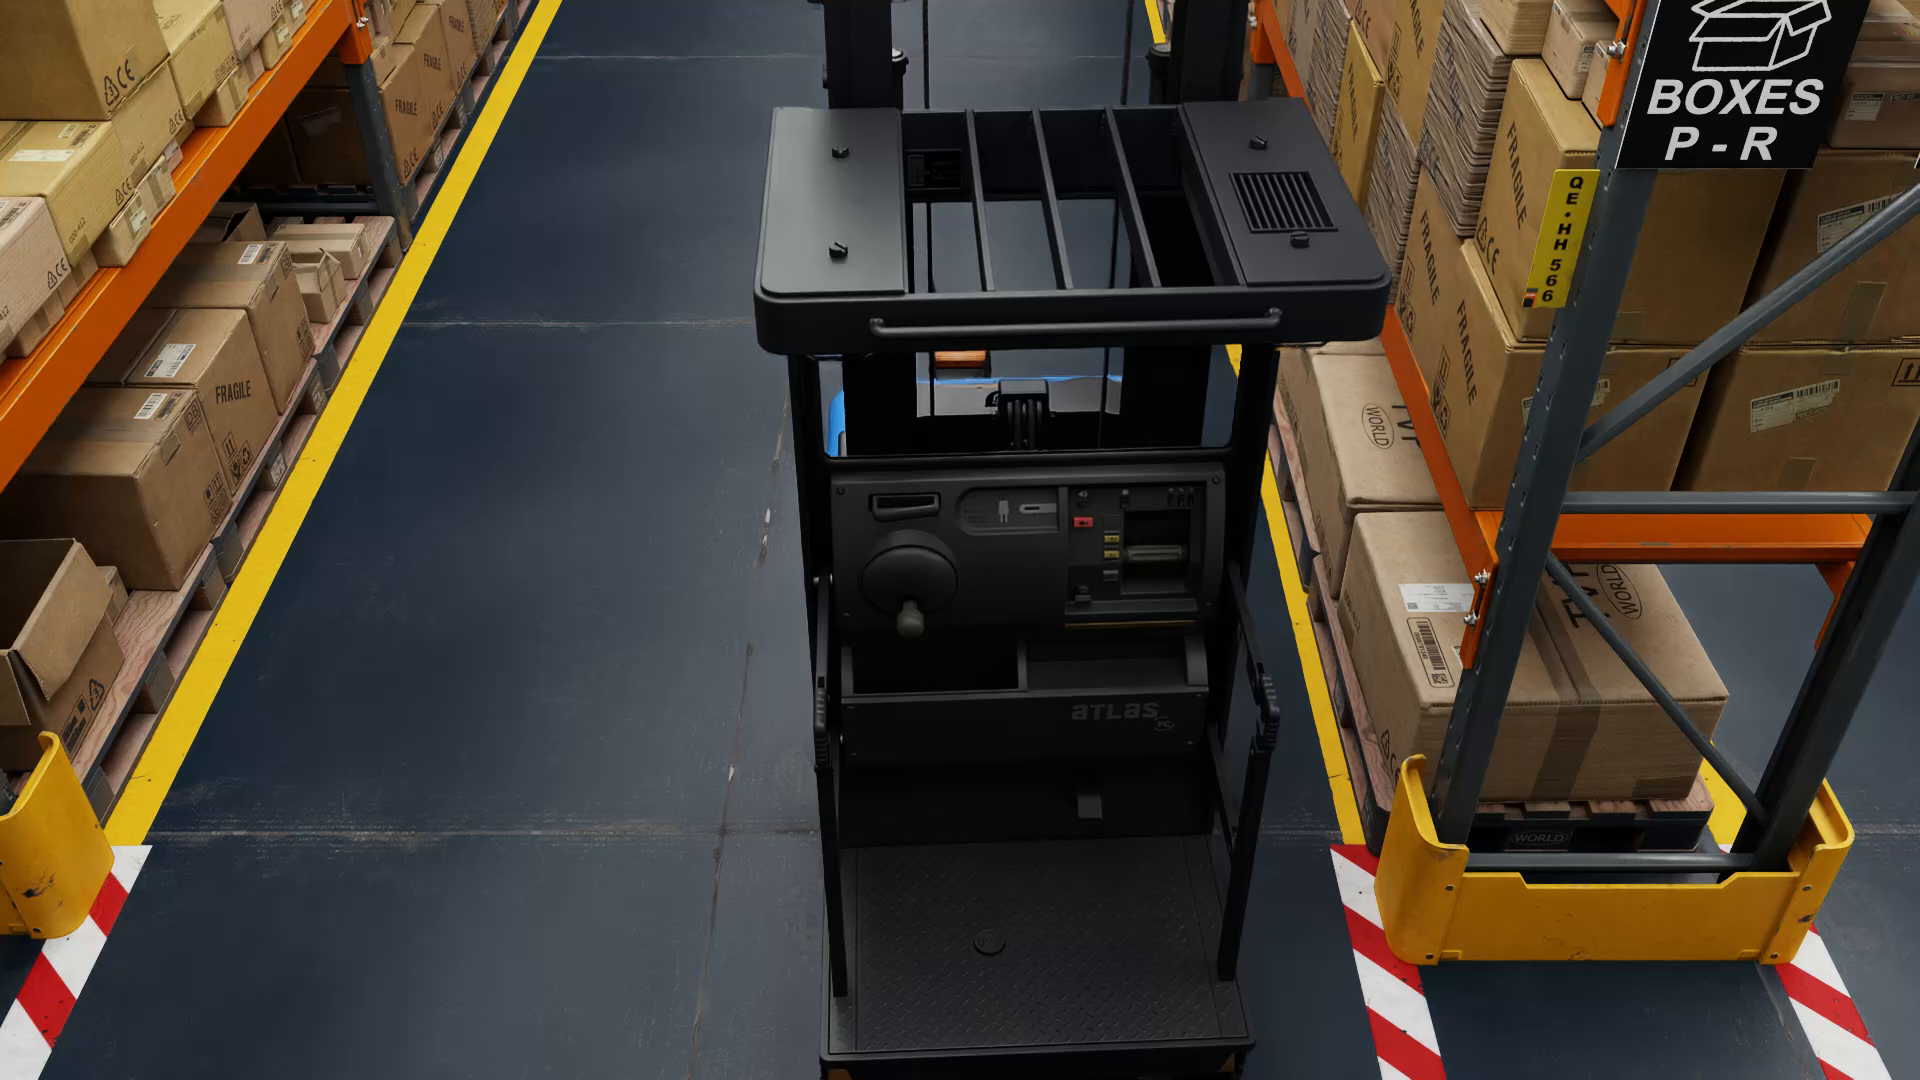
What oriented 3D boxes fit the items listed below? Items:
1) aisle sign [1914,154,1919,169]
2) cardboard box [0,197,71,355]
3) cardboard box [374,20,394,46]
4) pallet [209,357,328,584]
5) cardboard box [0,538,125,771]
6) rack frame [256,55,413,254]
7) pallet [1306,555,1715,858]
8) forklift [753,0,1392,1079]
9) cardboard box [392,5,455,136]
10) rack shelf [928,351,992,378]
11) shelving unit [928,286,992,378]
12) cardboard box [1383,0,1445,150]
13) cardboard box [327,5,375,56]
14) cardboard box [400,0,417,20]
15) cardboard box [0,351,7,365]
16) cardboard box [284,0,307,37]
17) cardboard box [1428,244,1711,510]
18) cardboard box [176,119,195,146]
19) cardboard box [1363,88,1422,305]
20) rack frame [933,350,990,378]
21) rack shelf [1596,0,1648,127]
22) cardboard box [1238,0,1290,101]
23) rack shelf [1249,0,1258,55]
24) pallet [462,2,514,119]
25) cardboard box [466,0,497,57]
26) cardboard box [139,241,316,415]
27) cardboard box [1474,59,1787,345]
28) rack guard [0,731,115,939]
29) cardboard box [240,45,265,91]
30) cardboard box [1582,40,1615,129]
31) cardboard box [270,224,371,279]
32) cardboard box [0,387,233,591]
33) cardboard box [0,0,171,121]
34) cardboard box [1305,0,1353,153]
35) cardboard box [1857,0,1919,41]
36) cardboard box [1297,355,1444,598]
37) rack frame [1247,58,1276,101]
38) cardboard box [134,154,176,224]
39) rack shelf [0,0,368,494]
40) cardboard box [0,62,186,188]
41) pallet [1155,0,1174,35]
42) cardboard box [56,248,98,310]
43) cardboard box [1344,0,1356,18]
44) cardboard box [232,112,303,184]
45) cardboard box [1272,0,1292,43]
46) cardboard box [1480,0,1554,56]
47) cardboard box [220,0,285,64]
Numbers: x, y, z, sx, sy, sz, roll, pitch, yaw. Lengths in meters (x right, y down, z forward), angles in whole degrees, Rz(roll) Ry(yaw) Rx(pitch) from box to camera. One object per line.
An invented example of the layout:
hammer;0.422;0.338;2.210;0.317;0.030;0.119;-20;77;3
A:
aisle sign;2.109;-1.052;3.086;0.394;0.787;0.004;0;39;0
cardboard box;-2.876;-0.734;4.649;0.500;0.250;0.500;0;39;0
cardboard box;-2.961;-2.417;8.012;0.380;0.149;0.250;-1;39;-1
pallet;-3.145;-0.296;6.450;1.003;0.211;1.213;0;39;0
cardboard box;-3.050;0.351;5.074;0.797;0.503;0.637;-1;39;-2
rack frame;-3.149;-2.578;7.069;1.000;3.000;0.127;0;39;0
pallet;1.740;0.506;5.450;1.003;0.211;1.213;0;39;0
forklift;0.175;0.101;3.780;1.130;2.935;3.031;-2;39;-2
cardboard box;-2.935;-2.402;8.512;0.500;0.500;0.500;-1;39;-1
rack shelf;0.000;-0.589;5.709;0.215;0.259;0.240;0;39;0
shelving unit;0.000;-0.376;5.880;0.215;1.050;0.252;0;39;0
cardboard box;1.553;-1.449;4.780;0.500;0.500;0.500;0;39;0
cardboard box;-2.944;-2.360;7.703;0.380;0.149;0.250;-1;39;-1
cardboard box;-2.987;-2.749;8.426;0.380;0.149;0.250;-1;39;-1
cardboard box;-2.952;-0.508;4.686;0.380;0.149;0.250;-1;39;-1
cardboard box;-2.874;-2.118;6.695;0.380;0.149;0.250;1;39;1
cardboard box;1.554;-0.423;4.299;0.500;0.500;0.500;0;39;0
cardboard box;-2.960;-1.470;5.887;0.380;0.149;0.250;0;39;1
cardboard box;1.558;-1.059;5.092;0.500;0.500;0.500;1;39;1
rack frame;0.000;-0.300;5.785;0.200;1.050;0.008;0;39;0
rack shelf;1.817;-2.223;4.802;1.077;0.370;4.000;0;39;0
cardboard box;1.734;-2.307;8.093;0.875;0.875;0.875;1;39;1
rack shelf;1.812;-3.554;8.862;1.077;0.370;4.000;0;39;0
pallet;-3.192;-2.763;9.530;1.003;0.211;1.213;0;39;0
cardboard box;-2.926;-3.039;9.306;0.500;0.500;0.500;-1;39;-2
cardboard box;-3.014;-0.832;6.552;0.700;0.500;0.500;-1;39;-2
cardboard box;1.581;-0.813;3.987;0.500;0.500;0.500;1;39;1
rack guard;-3.145;0.851;4.788;1.175;0.500;0.348;0;39;0
cardboard box;-2.876;-1.792;6.288;0.380;0.149;0.250;1;39;1
cardboard box;1.619;-0.989;3.688;0.380;0.149;0.250;0;39;1
cardboard box;-2.855;-1.281;7.394;0.380;0.149;0.250;-1;39;-1
cardboard box;-3.012;-0.182;5.742;0.700;0.500;0.500;1;39;2
cardboard box;-2.878;-1.649;5.191;0.500;0.500;0.500;1;39;1
cardboard box;1.544;-1.704;5.897;0.500;0.500;0.500;0;39;0
cardboard box;2.024;-1.151;3.889;0.380;0.149;0.250;1;39;1
cardboard box;1.709;-0.232;5.854;0.875;0.438;0.875;1;39;1
rack frame;1.815;-2.584;7.076;1.000;3.000;0.127;0;39;0
cardboard box;-2.843;-1.155;5.493;0.380;0.149;0.250;1;39;1
rack shelf;-3.147;-1.047;5.733;1.077;0.370;4.000;0;39;0
cardboard box;-2.902;-1.370;5.443;0.500;0.250;0.500;-1;39;-1
pallet;1.736;-3.504;10.454;1.003;0.211;1.213;0;39;0
cardboard box;-2.897;-0.832;5.090;0.380;0.149;0.250;1;39;1
cardboard box;1.557;-2.079;5.566;0.500;0.500;0.500;1;39;1
cardboard box;-3.445;-2.073;8.102;0.500;0.500;0.500;0;39;0
cardboard box;1.553;-2.329;6.678;0.500;0.500;0.500;1;39;1
cardboard box;1.510;-1.309;4.087;0.380;0.149;0.250;0;39;0
cardboard box;-2.889;-2.004;6.234;0.500;0.250;0.500;0;39;0
